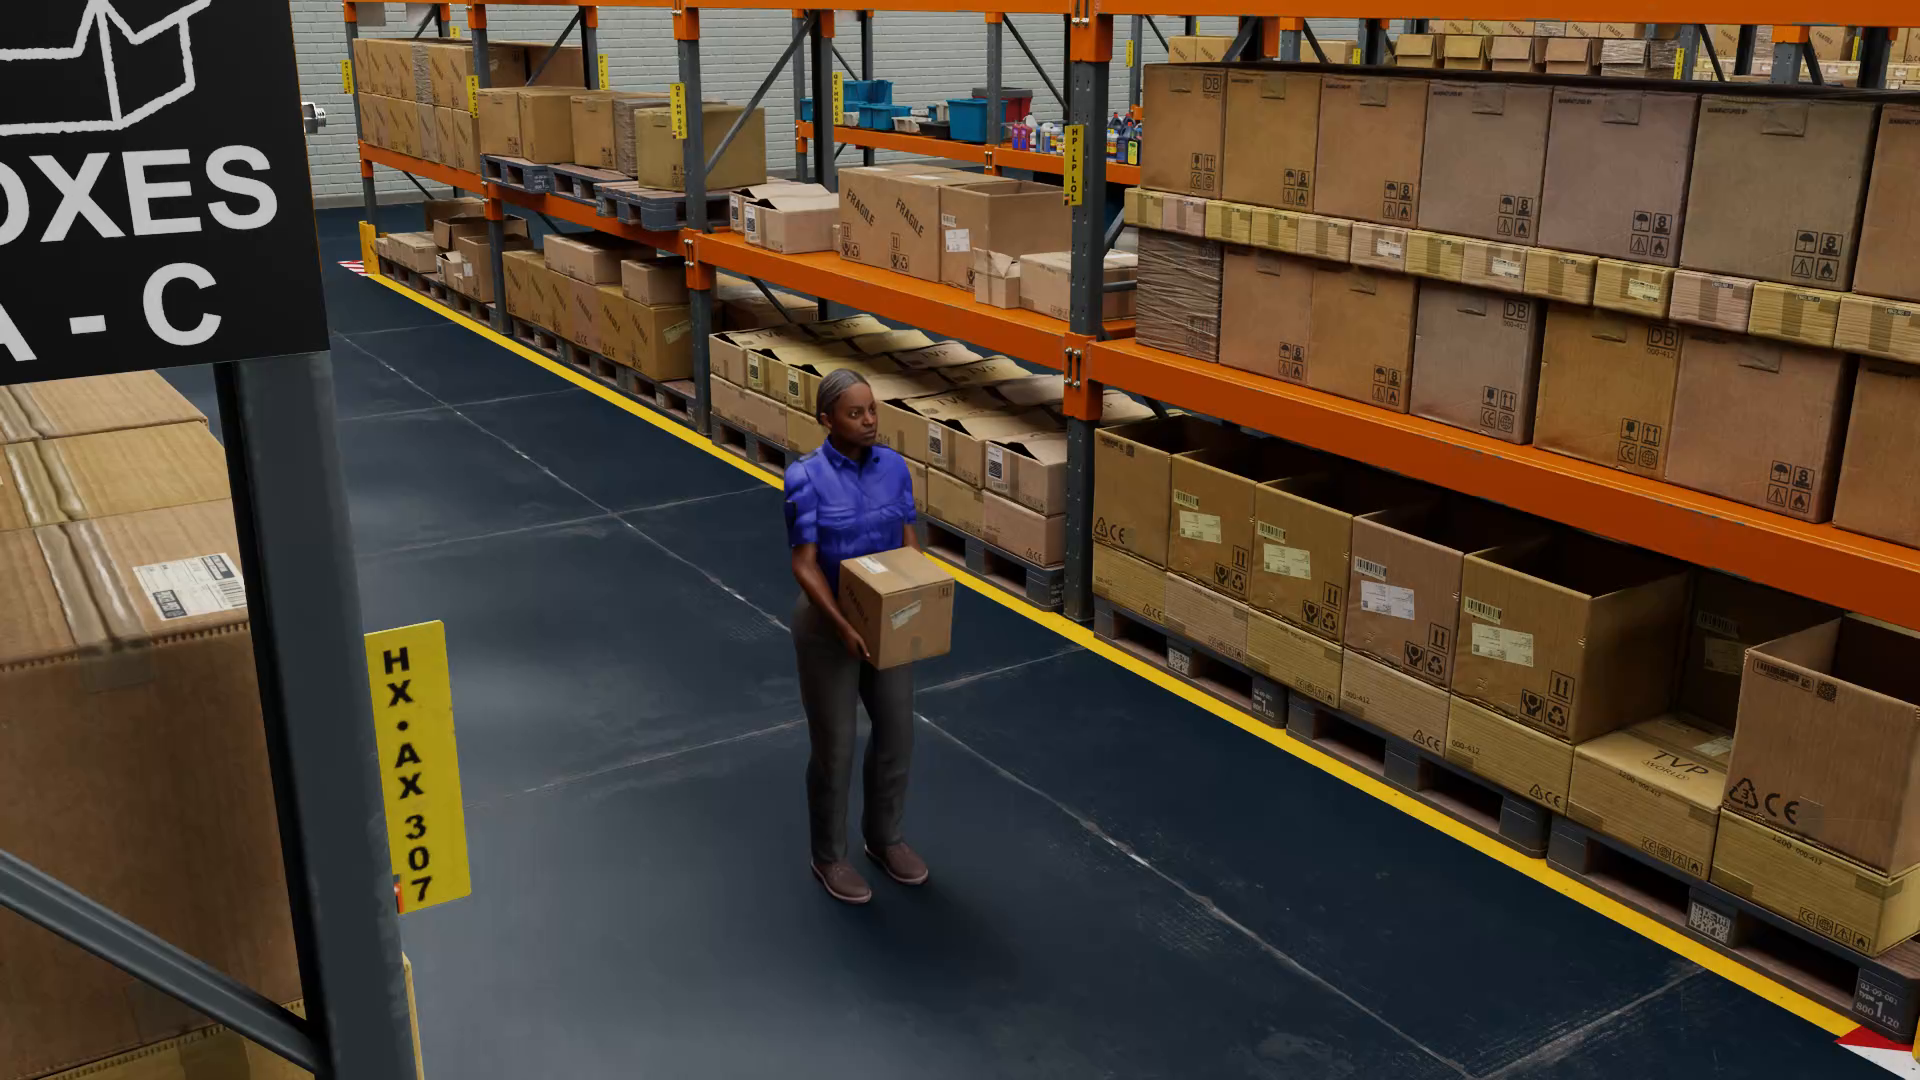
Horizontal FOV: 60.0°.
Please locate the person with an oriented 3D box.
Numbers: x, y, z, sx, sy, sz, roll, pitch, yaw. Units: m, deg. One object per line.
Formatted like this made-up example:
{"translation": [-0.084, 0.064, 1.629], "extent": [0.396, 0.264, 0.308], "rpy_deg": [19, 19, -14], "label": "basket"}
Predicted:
{"translation": [-0.288, 0.309, 5.139], "extent": [0.448, 1.656, 0.495], "rpy_deg": [-12, 21, -31], "label": "person"}
